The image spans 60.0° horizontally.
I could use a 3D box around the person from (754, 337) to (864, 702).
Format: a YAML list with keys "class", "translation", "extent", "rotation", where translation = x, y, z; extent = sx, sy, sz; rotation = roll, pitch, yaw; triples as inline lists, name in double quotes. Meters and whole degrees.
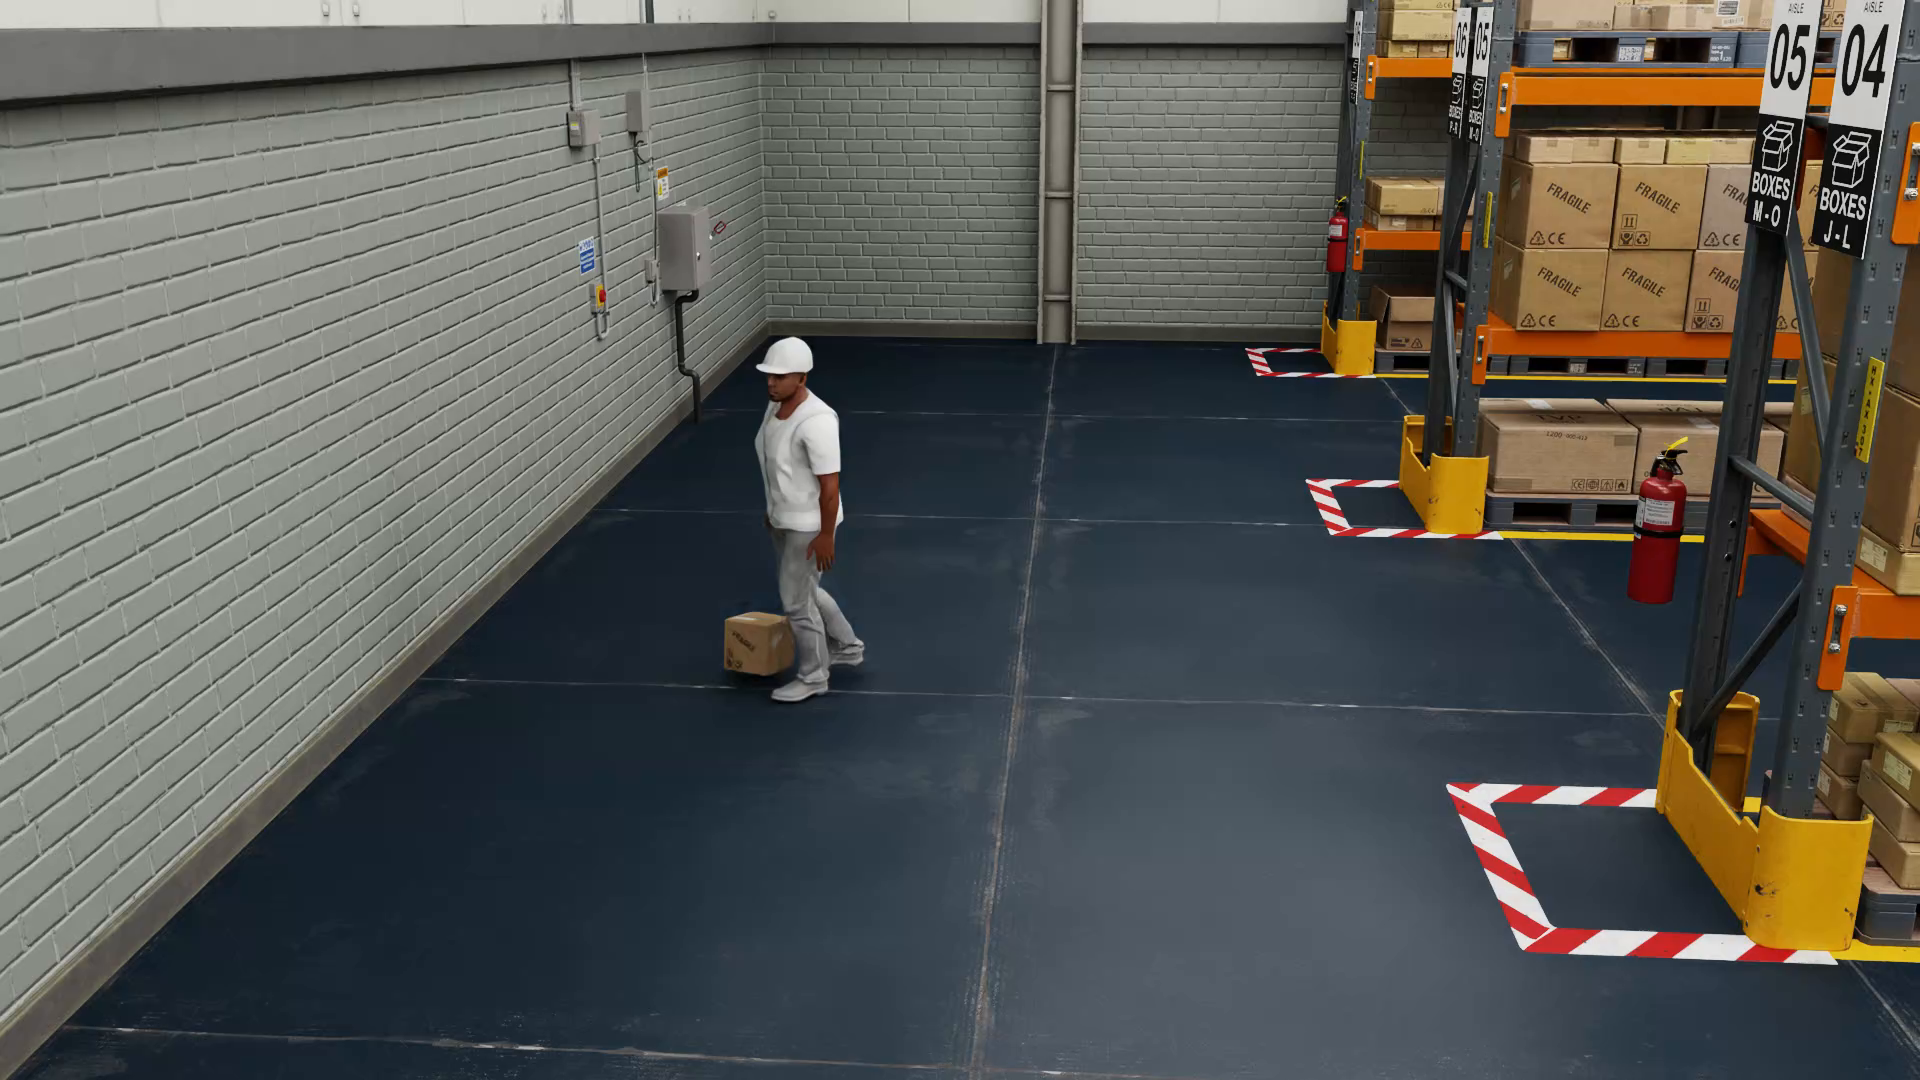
- class: "person"
  translation: [-0.687, -0.099, 7.836]
  extent: [0.571, 1.749, 0.594]
  rotation: [-9, 19, -26]
